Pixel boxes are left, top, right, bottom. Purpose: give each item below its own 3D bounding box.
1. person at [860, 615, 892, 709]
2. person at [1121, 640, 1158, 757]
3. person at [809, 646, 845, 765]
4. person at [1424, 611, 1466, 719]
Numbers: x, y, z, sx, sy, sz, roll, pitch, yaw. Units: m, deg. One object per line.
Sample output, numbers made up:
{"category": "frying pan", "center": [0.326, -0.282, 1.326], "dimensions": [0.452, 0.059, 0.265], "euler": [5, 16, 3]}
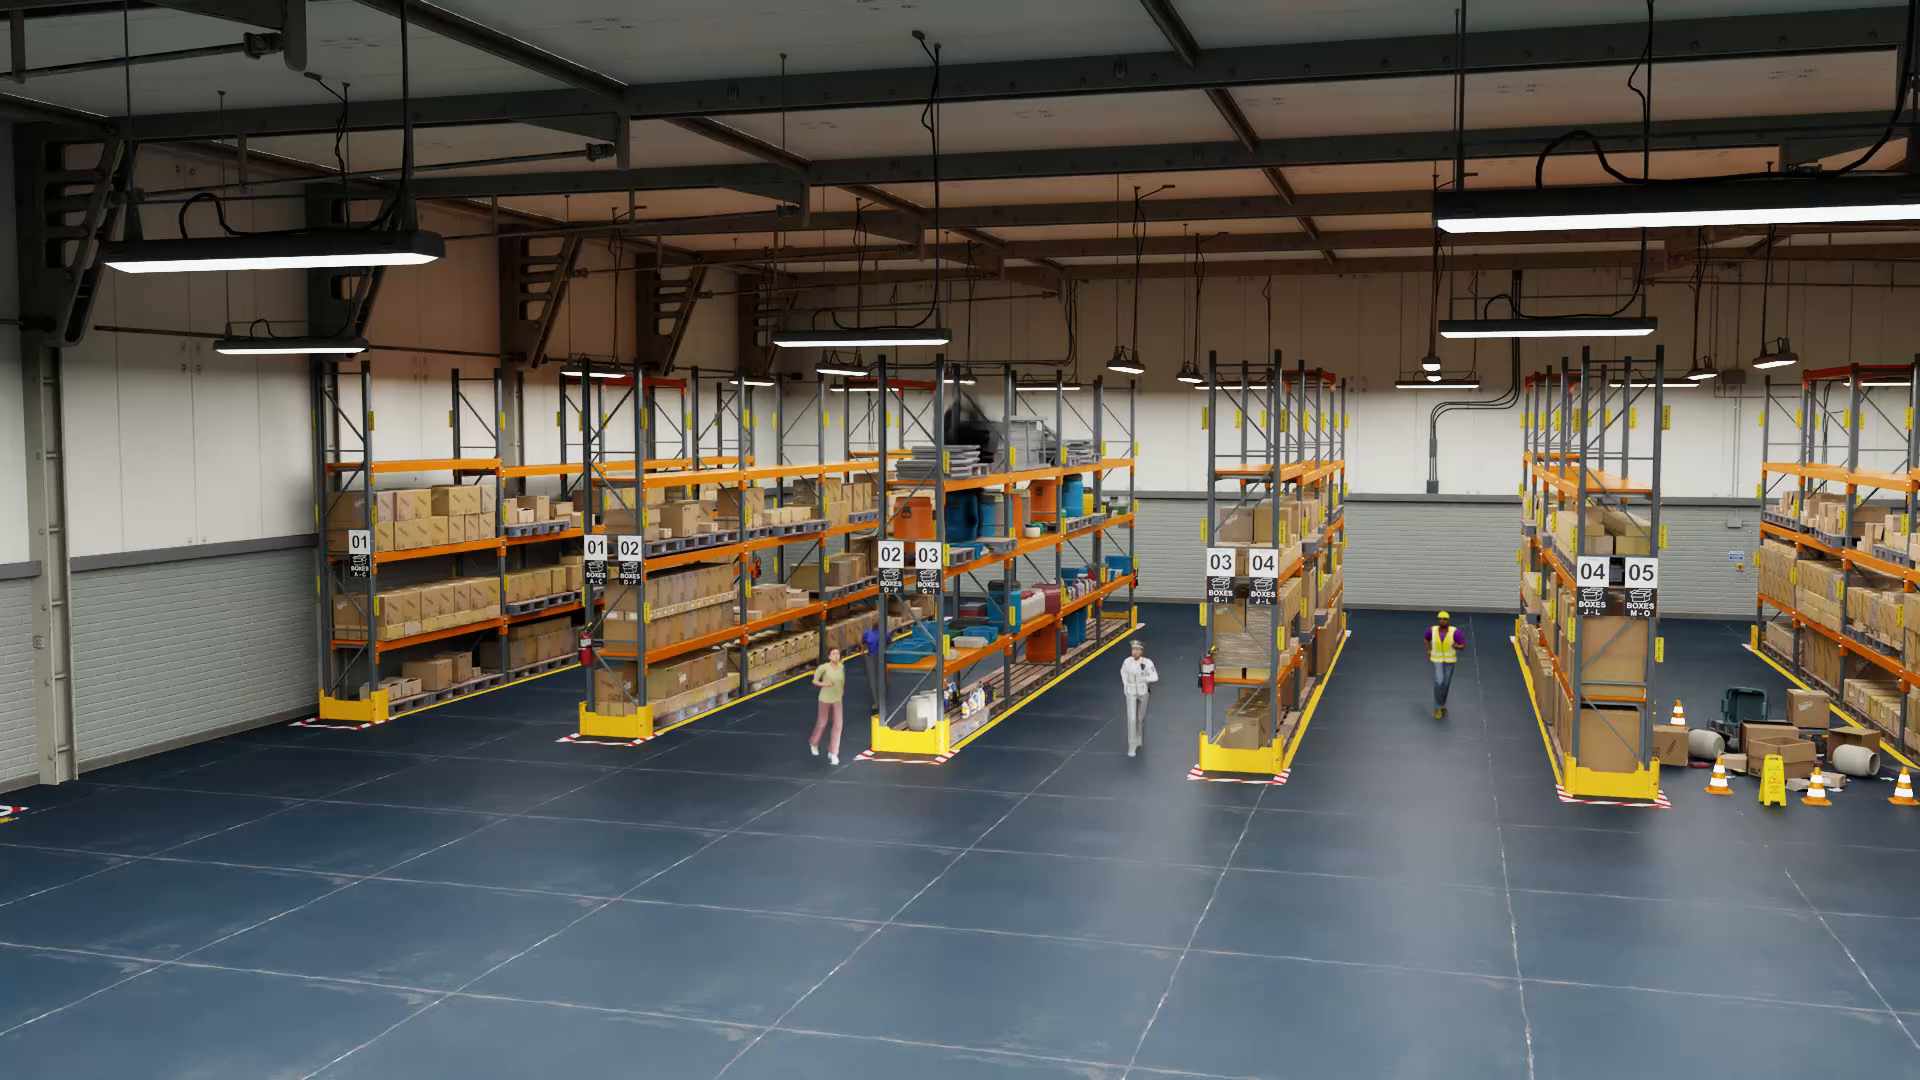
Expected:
{"category": "person", "center": [-1.463, 2.118, 29.066], "dimensions": [0.587, 1.626, 0.601], "euler": [1, 4, 9]}
{"category": "person", "center": [2.700, 2.371, 25.138], "dimensions": [0.569, 1.754, 0.760], "euler": [1, 4, 10]}
{"category": "person", "center": [-1.914, 2.411, 24.571], "dimensions": [0.585, 1.701, 0.859], "euler": [-2, 5, -26]}
{"category": "person", "center": [8.237, 2.114, 28.260], "dimensions": [0.664, 1.833, 0.783], "euler": [1, 4, 12]}
